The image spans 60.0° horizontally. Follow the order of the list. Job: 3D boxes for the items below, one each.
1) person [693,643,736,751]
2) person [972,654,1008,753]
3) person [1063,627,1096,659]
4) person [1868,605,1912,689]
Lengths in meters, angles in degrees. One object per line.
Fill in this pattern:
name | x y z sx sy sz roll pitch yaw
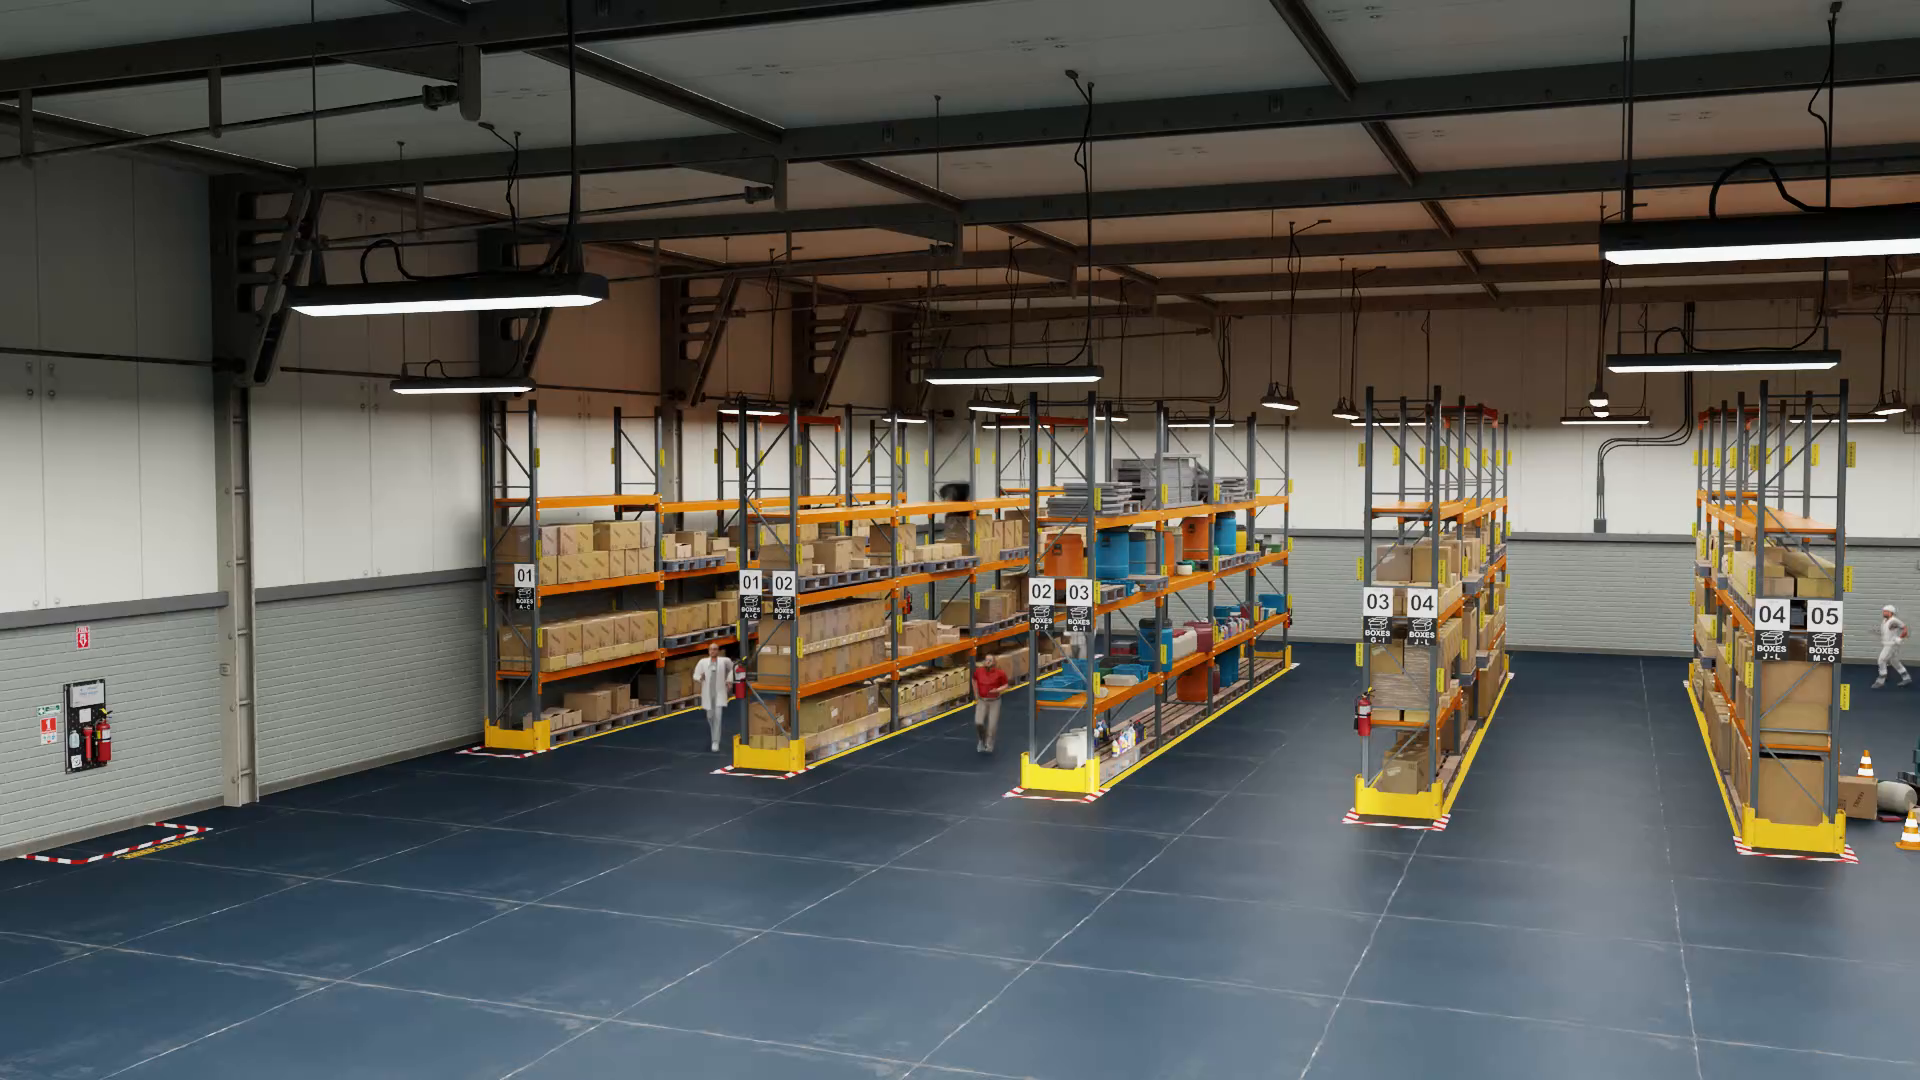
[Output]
person | -4.240 2.673 28.662 0.707 1.791 1.036 0 3 0
person | 0.486 2.761 28.051 0.655 1.681 0.691 0 3 10
person | 2.450 2.207 34.120 0.621 1.780 0.830 1 3 18
person | 20.196 2.321 36.062 0.880 1.824 0.598 1 3 16
